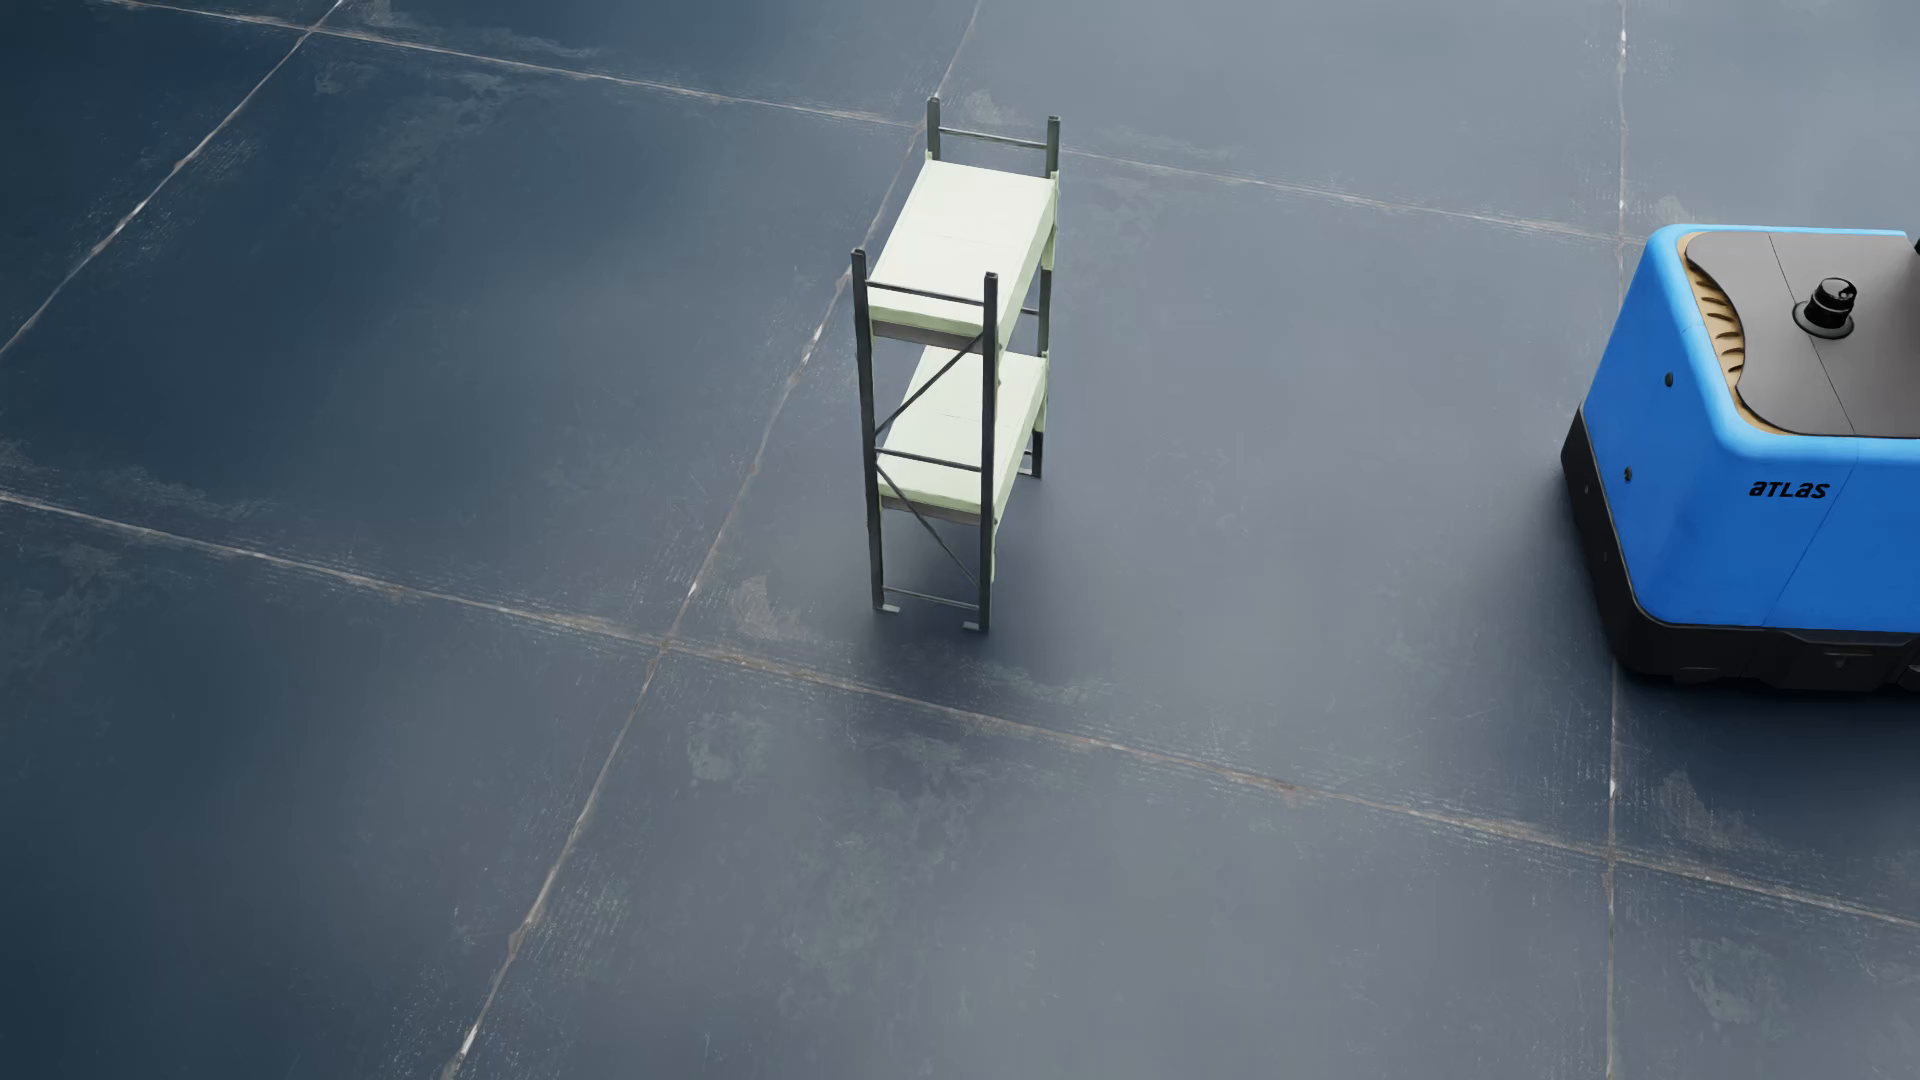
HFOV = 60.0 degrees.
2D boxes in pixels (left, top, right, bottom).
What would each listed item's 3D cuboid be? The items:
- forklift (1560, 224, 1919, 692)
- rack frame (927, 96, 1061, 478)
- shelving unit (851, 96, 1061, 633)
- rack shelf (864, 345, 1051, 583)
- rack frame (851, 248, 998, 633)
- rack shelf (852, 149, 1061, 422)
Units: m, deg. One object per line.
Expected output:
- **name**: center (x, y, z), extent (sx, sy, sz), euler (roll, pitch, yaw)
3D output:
- **forklift**: center (3.626, -0.838, 4.535), extent (3.031, 2.935, 1.130), euler (2, 49, 2)
- **rack frame**: center (0.098, -0.766, 5.426), extent (0.400, 1.500, 0.023), euler (12, 50, 10)
- **shelving unit**: center (0.002, -0.501, 5.192), extent (0.431, 1.500, 0.755), euler (12, 50, 10)
- **rack shelf**: center (0.002, -0.285, 5.436), extent (0.431, 0.370, 0.720), euler (12, 50, 10)
- **rack frame**: center (-0.095, -0.236, 4.958), extent (0.400, 1.500, 0.023), euler (12, 50, 10)
- **rack shelf**: center (0.002, -0.759, 4.899), extent (0.431, 0.370, 0.720), euler (12, 50, 10)
